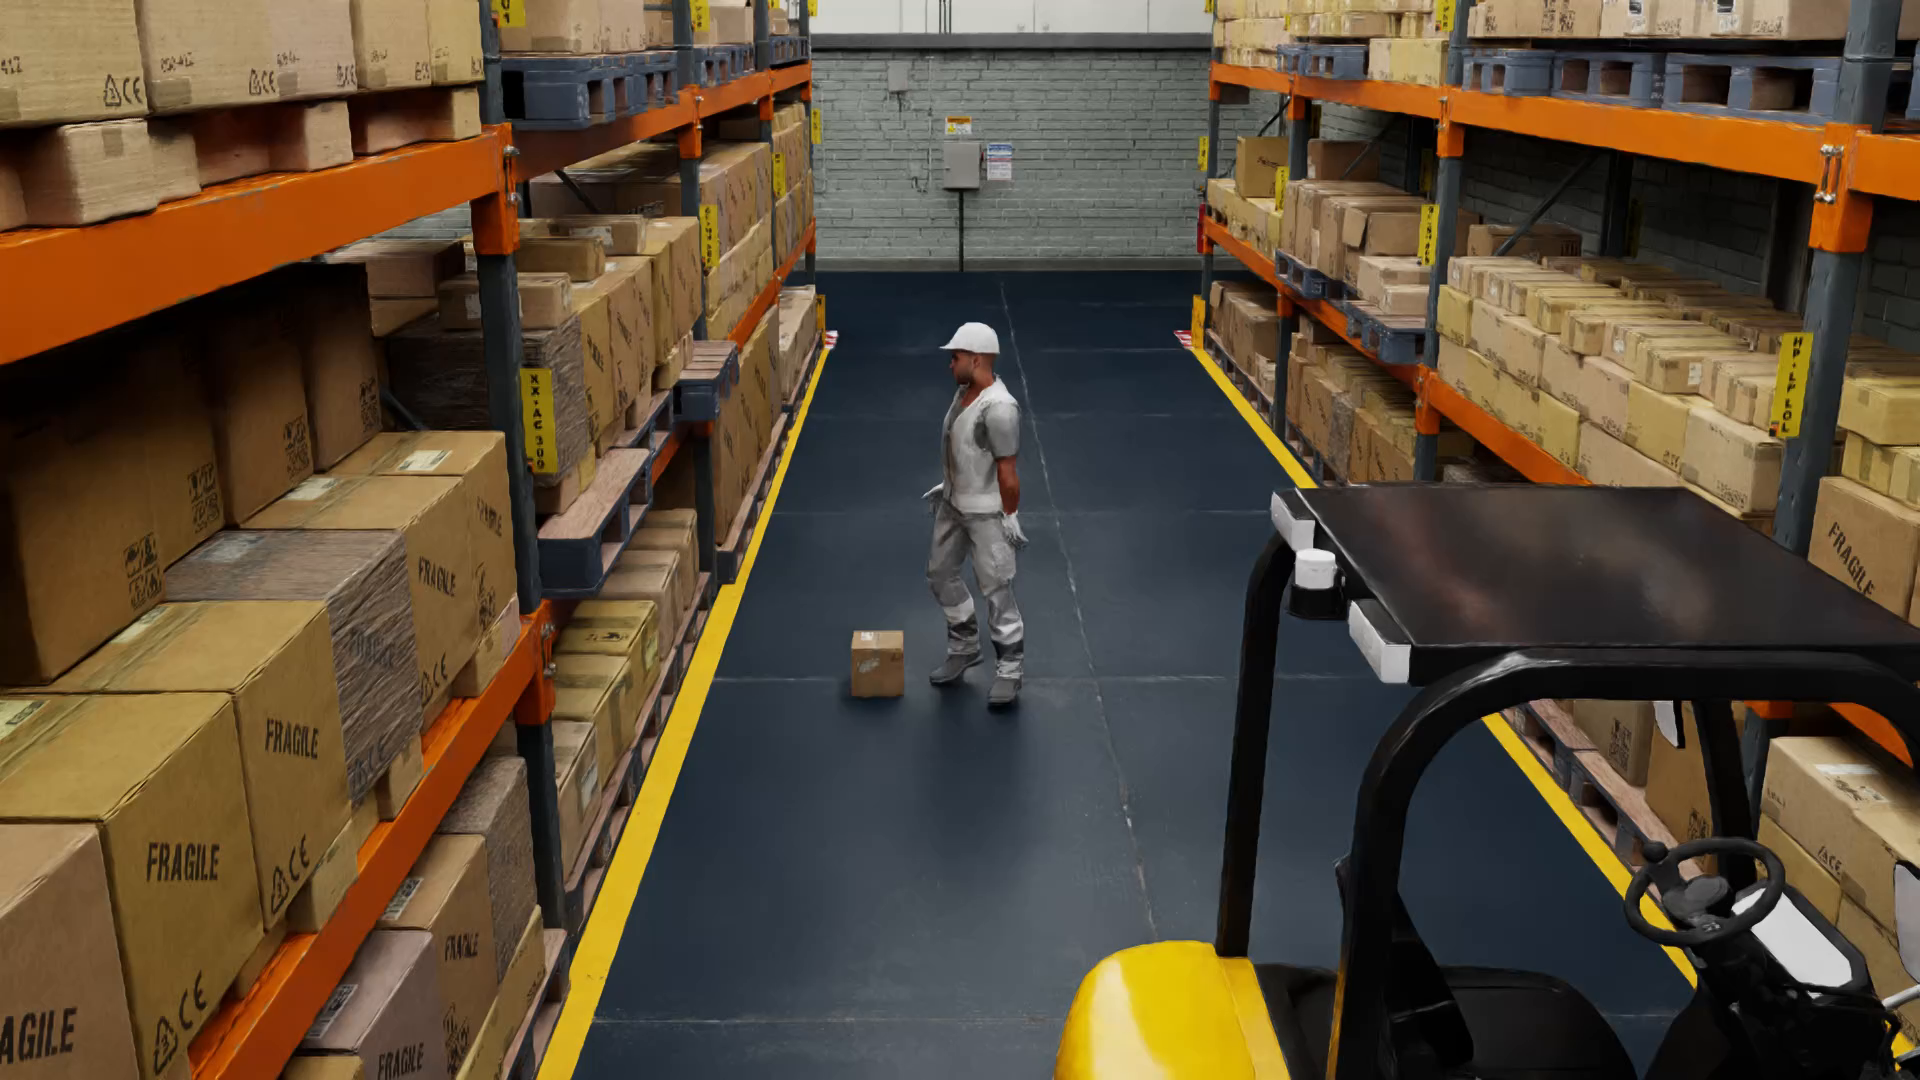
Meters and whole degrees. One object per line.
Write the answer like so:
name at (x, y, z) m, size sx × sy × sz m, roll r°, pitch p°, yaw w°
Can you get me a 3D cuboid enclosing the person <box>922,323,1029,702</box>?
person at (0.073, -0.146, 7.900) m, size 0.379 × 1.804 × 0.671 m, roll -8°, pitch 19°, yaw -25°
